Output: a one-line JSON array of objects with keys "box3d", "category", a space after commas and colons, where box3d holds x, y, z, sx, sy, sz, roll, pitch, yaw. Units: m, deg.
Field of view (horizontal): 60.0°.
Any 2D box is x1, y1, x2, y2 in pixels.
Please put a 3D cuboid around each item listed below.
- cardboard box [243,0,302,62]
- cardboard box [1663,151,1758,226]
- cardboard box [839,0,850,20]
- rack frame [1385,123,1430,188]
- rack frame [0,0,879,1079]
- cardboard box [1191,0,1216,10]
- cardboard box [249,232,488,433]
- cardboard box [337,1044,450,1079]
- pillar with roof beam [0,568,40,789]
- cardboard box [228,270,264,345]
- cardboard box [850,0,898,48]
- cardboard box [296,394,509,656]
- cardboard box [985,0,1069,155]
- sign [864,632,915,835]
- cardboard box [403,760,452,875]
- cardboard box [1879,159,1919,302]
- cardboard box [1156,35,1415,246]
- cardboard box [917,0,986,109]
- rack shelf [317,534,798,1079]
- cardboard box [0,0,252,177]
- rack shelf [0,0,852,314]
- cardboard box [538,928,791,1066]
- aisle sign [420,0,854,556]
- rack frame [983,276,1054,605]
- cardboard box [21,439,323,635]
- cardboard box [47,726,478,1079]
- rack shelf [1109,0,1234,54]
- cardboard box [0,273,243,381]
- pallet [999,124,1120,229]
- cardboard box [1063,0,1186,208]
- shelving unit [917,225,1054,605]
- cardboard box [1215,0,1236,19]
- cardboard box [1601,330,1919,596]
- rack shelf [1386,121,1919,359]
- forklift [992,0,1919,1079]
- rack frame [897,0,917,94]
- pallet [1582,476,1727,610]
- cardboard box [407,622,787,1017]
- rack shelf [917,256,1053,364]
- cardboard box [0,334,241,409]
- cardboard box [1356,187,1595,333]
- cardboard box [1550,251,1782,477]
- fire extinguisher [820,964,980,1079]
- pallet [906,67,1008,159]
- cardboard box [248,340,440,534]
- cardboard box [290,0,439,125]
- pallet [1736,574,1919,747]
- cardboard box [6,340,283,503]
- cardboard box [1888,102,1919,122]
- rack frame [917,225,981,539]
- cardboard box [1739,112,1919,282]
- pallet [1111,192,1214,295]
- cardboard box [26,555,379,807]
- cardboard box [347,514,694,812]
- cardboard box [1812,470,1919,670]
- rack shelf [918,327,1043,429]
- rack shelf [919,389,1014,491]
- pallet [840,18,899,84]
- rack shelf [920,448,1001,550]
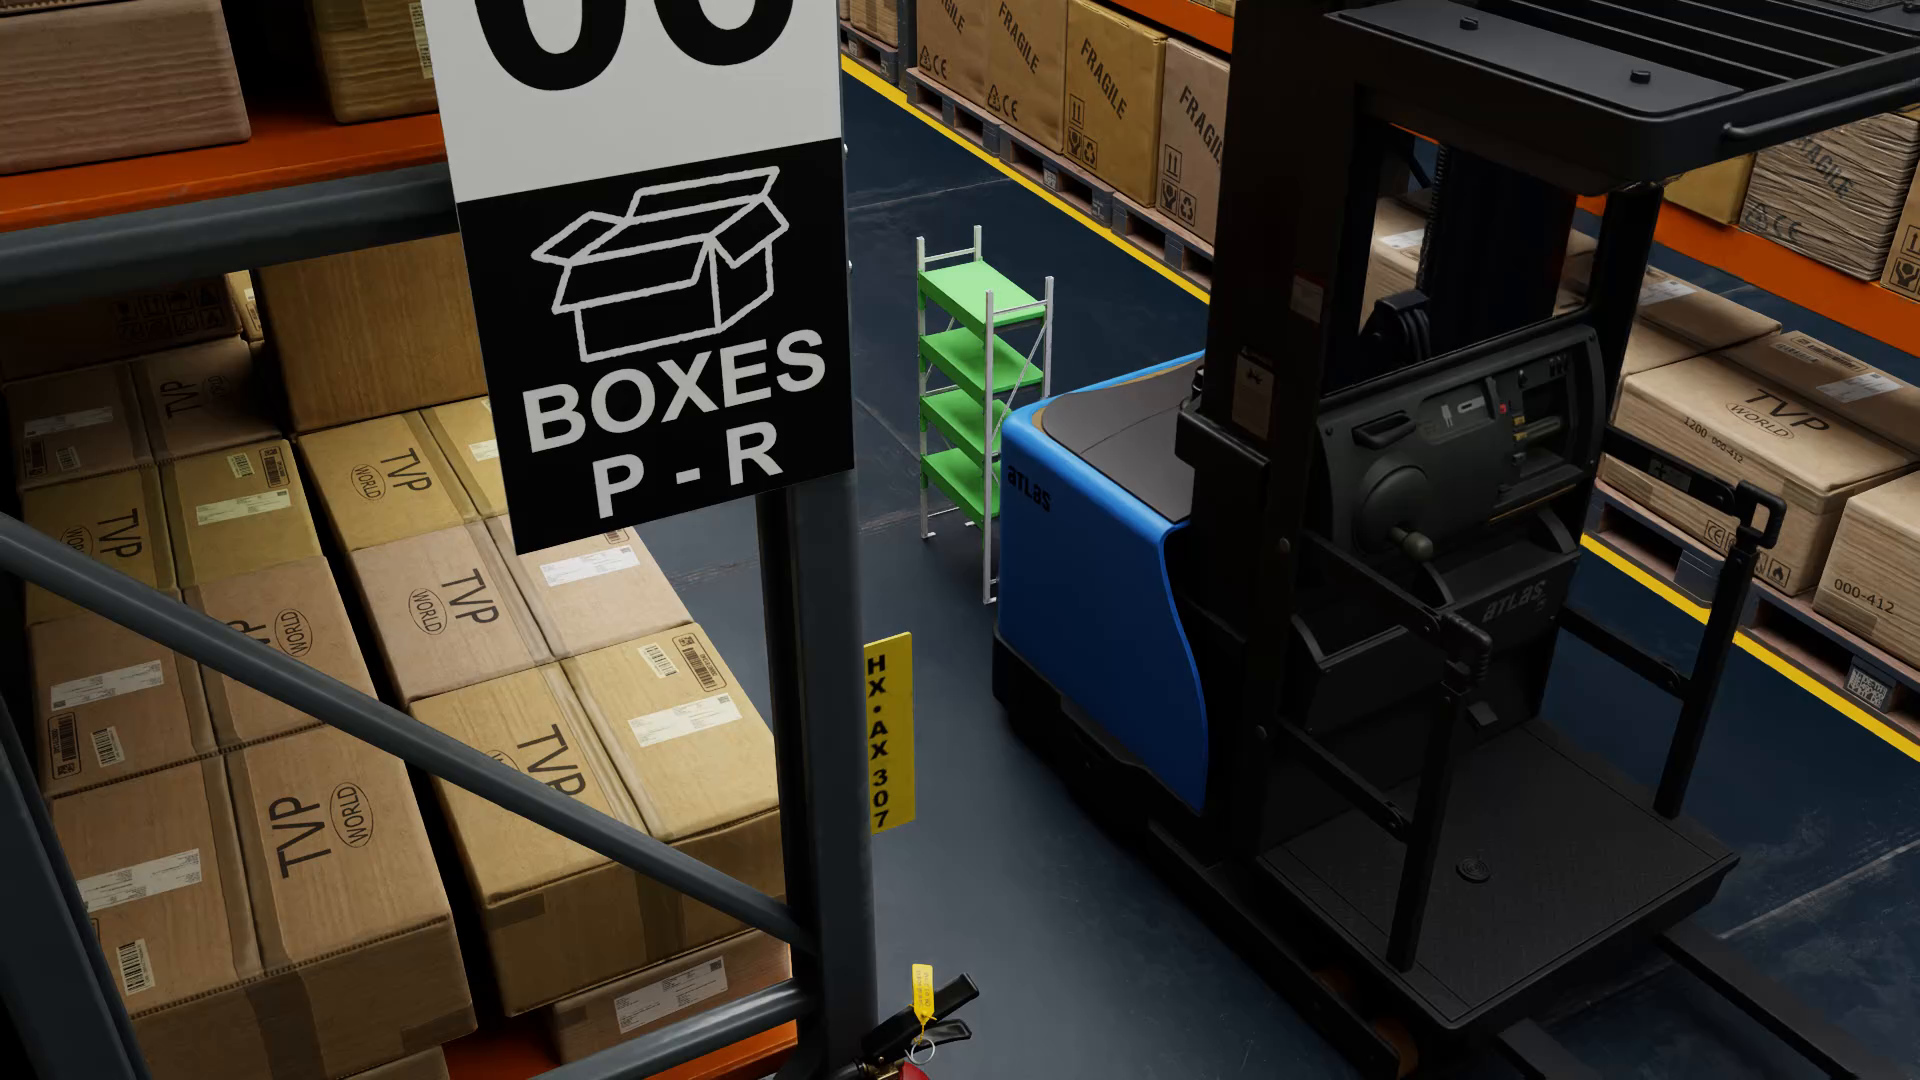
[{"box3d": [-0.677, -0.715, 2.038, 0.380, 0.149, 0.250, -15, 36, -22], "category": "cardboard box"}, {"box3d": [2.620, -1.414, 5.584, 0.500, 0.500, 0.500, -15, 35, -22], "category": "cardboard box"}, {"box3d": [-0.535, -3.990, 11.743, 0.950, 0.372, 0.625, -17, 36, -24], "category": "cardboard box"}, {"box3d": [1.936, -2.388, 7.197, 1.000, 3.000, 0.127, -16, 36, -23], "category": "rack frame"}, {"box3d": [-0.586, 0.770, 2.267, 0.949, 2.616, 0.053, -16, 36, -23], "category": "rack frame"}, {"box3d": [1.267, -2.719, 7.852, 0.500, 0.250, 0.500, -16, 36, -24], "category": "cardboard box"}, {"box3d": [-1.261, -0.607, 3.585, 0.500, 0.500, 0.500, -15, 36, -22], "category": "cardboard box"}, {"box3d": [-0.980, 0.786, 2.475, 0.380, 0.149, 0.250, -16, 36, -24], "category": "cardboard box"}, {"box3d": [0.882, -4.188, 4.445, 9.100, 9.000, 0.400, -16, 36, -23], "category": "pillar with roof beam"}, {"box3d": [-1.533, -0.542, 4.178, 0.500, 0.250, 0.500, -16, 36, -23], "category": "cardboard box"}, {"box3d": [-0.184, -3.640, 11.197, 0.950, 0.372, 0.625, -18, 37, -26], "category": "cardboard box"}, {"box3d": [-1.036, -0.057, 3.422, 0.500, 0.250, 0.500, -17, 36, -24], "category": "cardboard box"}, {"box3d": [0.732, -2.802, 9.423, 0.875, 0.875, 0.875, -15, 36, -23], "category": "cardboard box"}, {"box3d": [-0.109, 0.270, 2.246, 0.100, 0.325, 0.005, -16, 36, -23], "category": "sign"}, {"box3d": [-0.812, 0.424, 3.040, 0.380, 0.149, 0.250, -16, 36, -24], "category": "cardboard box"}, {"box3d": [3.121, -0.928, 4.826, 0.500, 0.500, 0.500, -17, 36, -24], "category": "cardboard box"}, {"box3d": [1.576, -1.946, 8.087, 0.875, 0.875, 0.875, -15, 35, -22], "category": "cardboard box"}, {"box3d": [0.319, -3.229, 10.089, 0.875, 0.875, 0.875, -16, 36, -24], "category": "cardboard box"}, {"box3d": [-1.521, 0.119, 3.950, 1.077, 0.370, 4.000, -16, 36, -23], "category": "rack shelf"}, {"box3d": [-0.942, -0.481, 1.672, 0.380, 0.149, 0.250, -15, 36, -22], "category": "cardboard box"}, {"box3d": [-1.521, -1.144, 3.141, 1.077, 0.370, 4.000, -16, 36, -23], "category": "rack shelf"}, {"box3d": [-0.499, 0.651, 2.686, 0.380, 0.149, 0.250, -16, 36, -23], "category": "cardboard box"}, {"box3d": [-0.297, -0.365, 1.629, 0.394, 0.787, 0.004, -16, 36, -23], "category": "aisle sign"}, {"box3d": [0.191, -0.310, 5.621, 0.240, 1.200, 0.015, -16, 36, -23], "category": "rack frame"}, {"box3d": [-1.504, 0.072, 3.220, 0.500, 0.250, 0.500, -15, 35, -22], "category": "cardboard box"}, {"box3d": [-1.038, 0.556, 2.465, 0.500, 0.250, 0.500, -15, 36, -22], "category": "cardboard box"}, {"box3d": [1.003, -3.040, 8.881, 1.077, 0.370, 4.000, -16, 36, -23], "category": "rack shelf"}, {"box3d": [-1.995, -0.738, 3.790, 0.500, 0.500, 0.500, -17, 36, -24], "category": "cardboard box"}, {"box3d": [0.937, -2.146, 9.404, 1.003, 0.211, 1.213, -16, 36, -23], "category": "pallet"}, {"box3d": [1.148, -2.375, 8.757, 0.875, 0.875, 0.875, -15, 36, -22], "category": "cardboard box"}, {"box3d": [0.077, -0.426, 5.803, 0.258, 1.200, 0.503, -16, 36, -23], "category": "shelving unit"}, {"box3d": [1.504, -2.476, 7.473, 0.500, 0.250, 0.500, -17, 36, -24], "category": "cardboard box"}, {"box3d": [2.971, -0.302, 5.926, 0.875, 0.438, 0.875, -15, 36, -22], "category": "cardboard box"}, {"box3d": [2.868, -1.131, 5.901, 1.077, 0.370, 4.000, -16, 36, -23], "category": "rack shelf"}, {"box3d": [1.325, -0.177, 3.809, 1.130, 2.935, 3.031, -19, 37, -27], "category": "forklift"}, {"box3d": [0.071, -4.297, 10.177, 1.000, 3.000, 0.127, -16, 36, -23], "category": "rack frame"}, {"box3d": [2.794, -0.248, 6.442, 1.003, 0.211, 1.213, -16, 36, -23], "category": "pallet"}, {"box3d": [-0.562, 0.425, 2.670, 0.500, 0.250, 0.500, -16, 36, -23], "category": "cardboard box"}, {"box3d": [0.077, -0.777, 5.579, 0.258, 0.148, 0.480, -16, 36, -23], "category": "rack shelf"}, {"box3d": [-1.983, -0.411, 3.975, 0.500, 0.250, 0.500, -15, 36, -22], "category": "cardboard box"}, {"box3d": [2.134, -1.160, 7.265, 0.875, 0.438, 0.875, -16, 36, -24], "category": "cardboard box"}, {"box3d": [2.552, -0.732, 6.598, 0.875, 0.438, 0.875, -17, 36, -24], "category": "cardboard box"}, {"box3d": [-0.111, 0.915, 2.459, 0.296, 0.674, 0.183, -16, 36, -23], "category": "fire extinguisher"}, {"box3d": [0.372, -2.728, 10.312, 1.003, 0.211, 1.213, -16, 36, -23], "category": "pallet"}, {"box3d": [-1.293, -0.296, 3.794, 0.500, 0.250, 0.500, -17, 36, -24], "category": "cardboard box"}, {"box3d": [-0.531, -0.597, 1.853, 0.380, 0.149, 0.250, -15, 36, -22], "category": "cardboard box"}, {"box3d": [3.359, 0.333, 5.535, 1.003, 0.211, 1.213, -16, 36, -23], "category": "pallet"}, {"box3d": [-1.747, -0.177, 3.609, 0.500, 0.250, 0.500, -16, 36, -23], "category": "cardboard box"}, {"box3d": [2.868, -1.591, 4.934, 0.500, 0.500, 0.500, -16, 36, -23], "category": "cardboard box"}, {"box3d": [-0.037, -0.543, 5.985, 0.240, 1.200, 0.015, -16, 36, -23], "category": "rack frame"}, {"box3d": [2.873, -1.171, 5.205, 0.500, 0.500, 0.500, -15, 36, -22], "category": "cardboard box"}, {"box3d": [1.509, -1.563, 8.494, 1.003, 0.211, 1.213, -16, 36, -23], "category": "pallet"}, {"box3d": [-1.277, 0.310, 2.849, 0.500, 0.250, 0.500, -16, 36, -23], "category": "cardboard box"}, {"box3d": [-0.797, 0.184, 3.045, 0.500, 0.250, 0.500, -15, 36, -23], "category": "cardboard box"}, {"box3d": [3.405, 0.133, 5.248, 0.875, 0.438, 0.875, -17, 36, -25], "category": "cardboard box"}, {"box3d": [0.077, -0.575, 5.708, 0.258, 0.148, 0.480, -16, 36, -23], "category": "rack shelf"}, {"box3d": [0.077, -0.372, 5.838, 0.258, 0.148, 0.480, -16, 36, -23], "category": "rack shelf"}, {"box3d": [-0.292, -3.496, 11.511, 1.003, 0.211, 1.213, -16, 36, -23], "category": "pallet"}, {"box3d": [0.077, -0.170, 5.967, 0.258, 0.148, 0.480, -16, 36, -23], "category": "rack shelf"}]
